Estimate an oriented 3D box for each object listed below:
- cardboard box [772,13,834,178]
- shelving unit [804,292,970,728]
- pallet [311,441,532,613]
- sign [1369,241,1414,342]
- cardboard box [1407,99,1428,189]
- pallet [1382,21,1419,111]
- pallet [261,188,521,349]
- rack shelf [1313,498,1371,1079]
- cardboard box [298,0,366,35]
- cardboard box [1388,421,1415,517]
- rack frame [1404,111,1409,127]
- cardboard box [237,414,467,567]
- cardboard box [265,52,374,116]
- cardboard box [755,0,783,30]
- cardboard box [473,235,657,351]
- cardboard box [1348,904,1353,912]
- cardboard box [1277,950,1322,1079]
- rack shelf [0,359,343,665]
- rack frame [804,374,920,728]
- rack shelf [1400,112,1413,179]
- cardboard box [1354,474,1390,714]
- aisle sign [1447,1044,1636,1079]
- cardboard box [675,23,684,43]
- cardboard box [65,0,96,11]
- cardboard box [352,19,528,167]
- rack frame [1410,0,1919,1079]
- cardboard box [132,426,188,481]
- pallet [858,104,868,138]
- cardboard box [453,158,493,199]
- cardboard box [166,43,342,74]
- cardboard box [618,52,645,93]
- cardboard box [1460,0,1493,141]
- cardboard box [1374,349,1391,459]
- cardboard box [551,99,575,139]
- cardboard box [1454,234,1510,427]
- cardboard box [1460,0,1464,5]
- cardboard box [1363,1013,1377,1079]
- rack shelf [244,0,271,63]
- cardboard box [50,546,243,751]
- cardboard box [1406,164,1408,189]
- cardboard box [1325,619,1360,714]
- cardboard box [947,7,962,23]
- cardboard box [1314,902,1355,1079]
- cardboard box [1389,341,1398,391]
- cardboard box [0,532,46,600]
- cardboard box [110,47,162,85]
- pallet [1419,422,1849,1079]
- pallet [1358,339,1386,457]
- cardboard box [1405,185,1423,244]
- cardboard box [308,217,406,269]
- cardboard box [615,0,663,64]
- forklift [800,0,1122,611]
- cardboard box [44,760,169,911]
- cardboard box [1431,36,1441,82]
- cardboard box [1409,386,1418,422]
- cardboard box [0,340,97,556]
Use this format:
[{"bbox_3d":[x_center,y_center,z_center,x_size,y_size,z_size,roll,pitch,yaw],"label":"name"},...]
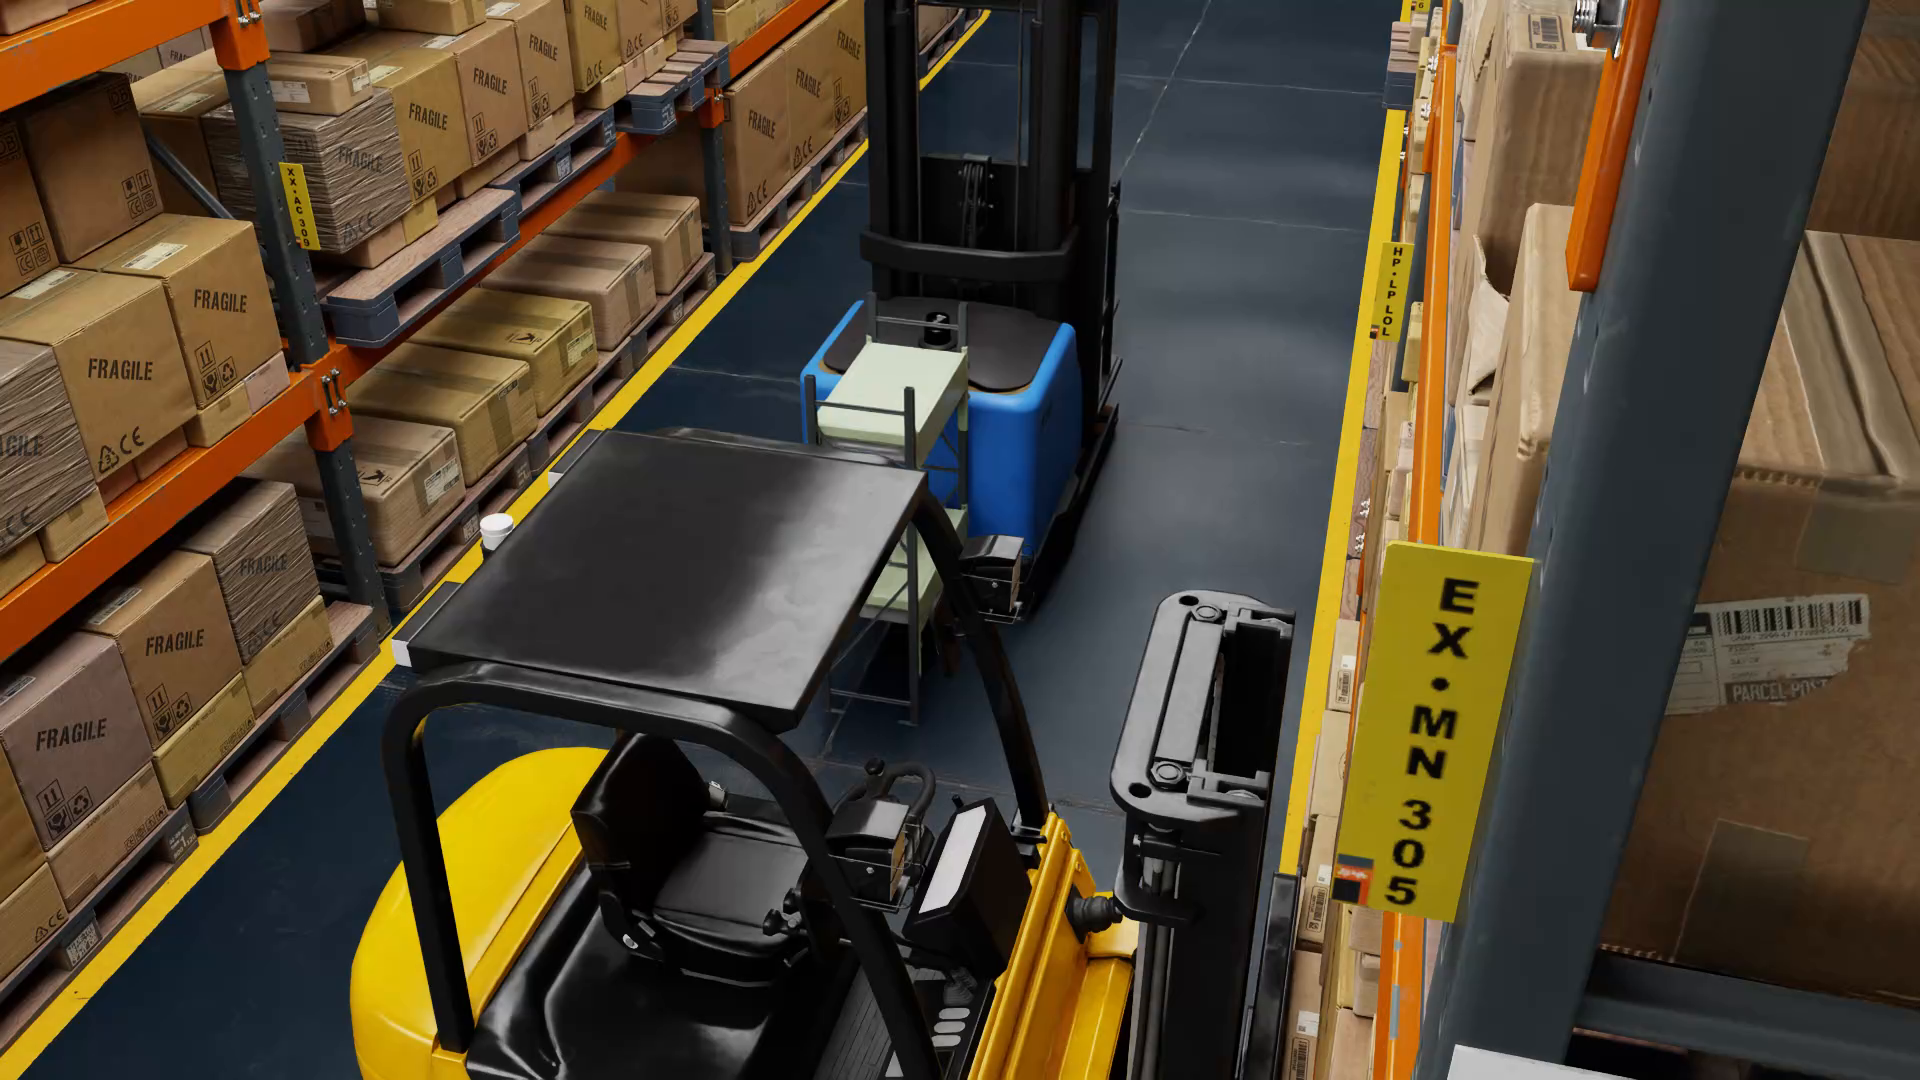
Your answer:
[{"bbox_3d":[-1.433,-3.083,11.393,0.875,0.875,0.875,8,33,13],"label":"cardboard box"},{"bbox_3d":[-0.259,-0.111,6.527,0.431,1.500,0.755,8,33,13],"label":"shelving unit"},{"bbox_3d":[-2.738,-0.145,7.781,1.003,0.211,1.213,8,33,12],"label":"pallet"},{"bbox_3d":[1.341,-0.768,5.156,0.100,0.325,0.005,8,33,12],"label":"sign"},{"bbox_3d":[2.256,-1.741,7.367,0.500,0.250,0.500,7,33,11],"label":"cardboard box"},{"bbox_3d":[2.988,-2.600,9.222,1.213,0.211,1.003,8,33,12],"label":"pallet"},{"bbox_3d":[-2.599,-1.213,7.042,1.003,0.211,1.213,8,33,12],"label":"pallet"},{"bbox_3d":[1.361,1.098,3.898,1.077,0.370,4.000,8,33,12],"label":"rack shelf"},{"bbox_3d":[-2.826,-2.311,7.223,0.380,0.149,0.250,7,33,10],"label":"cardboard box"},{"bbox_3d":[1.301,-0.159,4.229,0.380,0.149,0.250,9,33,13],"label":"cardboard box"},{"bbox_3d":[3.899,-4.395,11.868,1.000,3.000,0.127,8,33,12],"label":"rack frame"},{"bbox_3d":[-2.803,-0.258,7.418,0.950,0.372,0.625,8,33,13],"label":"cardboard box"},{"bbox_3d":[-2.472,-1.732,6.312,0.380,0.149,0.250,8,33,12],"label":"cardboard box"},{"bbox_3d":[-1.438,-3.419,10.471,0.500,0.250,0.500,7,33,11],"label":"cardboard box"},{"bbox_3d":[-2.251,-1.386,9.192,0.950,0.372,0.625,7,33,11],"label":"cardboard box"},{"bbox_3d":[0.972,0.629,3.267,0.380,0.149,0.250,8,33,13],"label":"cardboard box"},{"bbox_3d":[1.047,1.321,4.116,0.500,0.250,0.500,7,33,11],"label":"cardboard box"},{"bbox_3d":[-3.441,0.424,4.958,1.077,0.370,4.000,8,33,12],"label":"rack shelf"},{"bbox_3d":[-0.353,0.079,6.228,0.400,1.500,0.023,8,33,13],"label":"rack frame"},{"bbox_3d":[3.391,-3.054,10.428,1.077,0.370,4.000,8,33,12],"label":"rack shelf"},{"bbox_3d":[1.387,0.181,4.576,0.500,0.500,0.500,9,33,13],"label":"cardboard box"},{"bbox_3d":[0.553,0.729,1.384,0.394,0.787,0.004,8,33,12],"label":"aisle sign"},{"bbox_3d":[-1.774,-2.862,9.299,0.380,0.149,0.250,9,34,14],"label":"cardboard box"},{"bbox_3d":[-2.868,-1.753,5.150,0.380,0.149,0.250,8,33,13],"label":"cardboard box"},{"bbox_3d":[-2.272,-1.981,7.309,0.500,0.500,0.500,8,33,12],"label":"cardboard box"},{"bbox_3d":[0.850,-0.700,0.464,0.949,2.616,0.053,8,33,12],"label":"rack frame"},{"bbox_3d":[-2.919,-0.348,5.736,0.380,0.149,0.250,8,33,13],"label":"cardboard box"},{"bbox_3d":[-1.026,-3.482,13.030,1.003,0.211,1.213,8,33,12],"label":"pallet"},{"bbox_3d":[-2.312,-1.646,7.386,0.380,0.149,0.250,9,33,13],"label":"cardboard box"},{"bbox_3d":[-2.914,-1.791,7.009,0.500,0.500,0.500,8,33,13],"label":"cardboard box"},{"bbox_3d":[-1.865,-2.447,8.646,0.380,0.149,0.250,6,33,10],"label":"cardboard box"},{"bbox_3d":[1.198,-0.943,3.283,0.396,0.266,0.258,7,33,11],"label":"cardboard box"},{"bbox_3d":[1.743,-0.478,5.845,0.500,0.250,0.500,9,33,13],"label":"cardboard box"},{"bbox_3d":[-2.091,-2.048,8.018,0.380,0.149,0.250,7,33,11],"label":"cardboard box"},{"bbox_3d":[0.834,-0.200,2.113,0.396,0.266,0.258,8,33,13],"label":"cardboard box"},{"bbox_3d":[1.461,-1.431,4.159,0.380,0.149,0.250,9,33,13],"label":"cardboard box"},{"bbox_3d":[0.813,0.904,2.557,0.380,0.149,0.250,9,33,13],"label":"cardboard box"},{"bbox_3d":[-2.426,-2.918,7.418,1.077,0.370,4.000,8,33,12],"label":"rack shelf"},{"bbox_3d":[-2.952,0.357,5.865,0.500,0.500,0.500,9,33,13],"label":"cardboard box"},{"bbox_3d":[2.402,-1.799,7.923,0.500,0.250,0.500,7,33,11],"label":"cardboard box"},{"bbox_3d":[1.442,0.526,5.367,0.500,0.250,0.500,8,33,12],"label":"cardboard box"},{"bbox_3d":[-0.414,-4.941,14.723,0.875,0.438,0.875,7,33,11],"label":"cardboard box"},{"bbox_3d":[0.994,0.965,3.343,0.500,0.500,0.500,7,33,11],"label":"cardboard box"},{"bbox_3d":[1.746,-0.681,5.699,0.500,0.250,0.500,7,33,11],"label":"cardboard box"},{"bbox_3d":[-3.069,0.053,5.105,0.380,0.149,0.250,7,33,12],"label":"cardboard box"},{"bbox_3d":[-6.182,-3.331,12.132,0.500,0.500,0.500,8,33,13],"label":"cardboard box"},{"bbox_3d":[1.058,0.240,1.863,1.003,0.211,1.213,8,33,12],"label":"pallet"},{"bbox_3d":[2.637,-0.721,8.687,1.003,0.211,1.213,8,33,12],"label":"pallet"},{"bbox_3d":[1.840,-1.178,6.109,0.380,0.149,0.250,7,33,11],"label":"cardboard box"},{"bbox_3d":[-2.488,-1.233,6.736,0.380,0.149,0.250,8,33,13],"label":"cardboard box"},{"bbox_3d":[-1.886,-2.795,8.588,0.500,0.500,0.500,7,33,12],"label":"cardboard box"},{"bbox_3d":[0.193,-1.712,7.711,1.130,2.935,3.031,8,33,13],"label":"forklift"},{"bbox_3d":[-3.083,0.950,5.631,0.500,0.250,0.500,9,33,13],"label":"cardboard box"},{"bbox_3d":[2.411,-2.235,7.771,0.380,0.149,0.250,9,34,14],"label":"cardboard box"},{"bbox_3d":[1.469,-0.295,4.721,0.380,0.149,0.250,9,33,14],"label":"cardboard box"},{"bbox_3d":[-3.057,-0.283,5.029,0.500,0.500,0.500,9,34,14],"label":"cardboard box"}]
